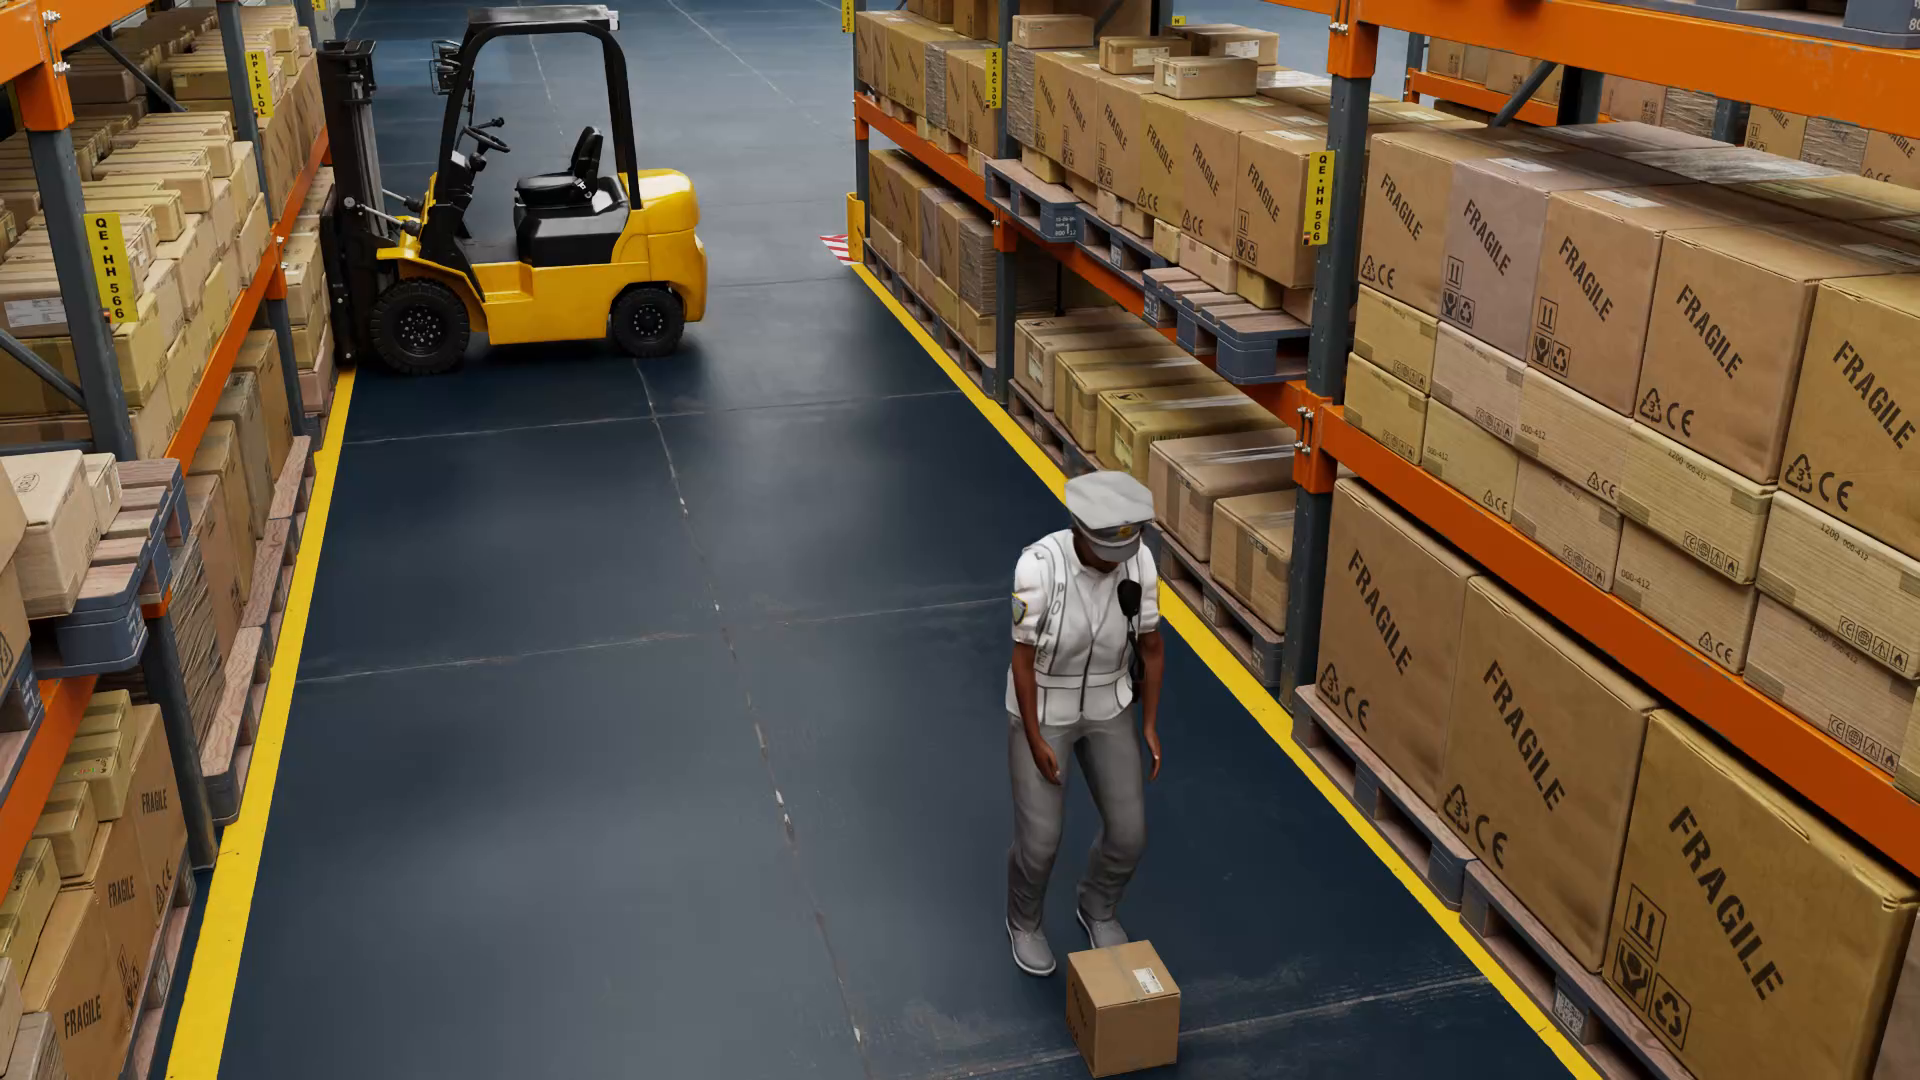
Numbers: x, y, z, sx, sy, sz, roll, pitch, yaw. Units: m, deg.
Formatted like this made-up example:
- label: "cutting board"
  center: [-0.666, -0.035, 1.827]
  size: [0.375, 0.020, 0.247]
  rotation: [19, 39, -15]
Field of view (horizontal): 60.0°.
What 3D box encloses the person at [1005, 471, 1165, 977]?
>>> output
- label: "person"
  center: [0.373, 0.545, 4.911]
  size: [0.465, 1.604, 0.479]
  rotation: [-6, 24, -13]
